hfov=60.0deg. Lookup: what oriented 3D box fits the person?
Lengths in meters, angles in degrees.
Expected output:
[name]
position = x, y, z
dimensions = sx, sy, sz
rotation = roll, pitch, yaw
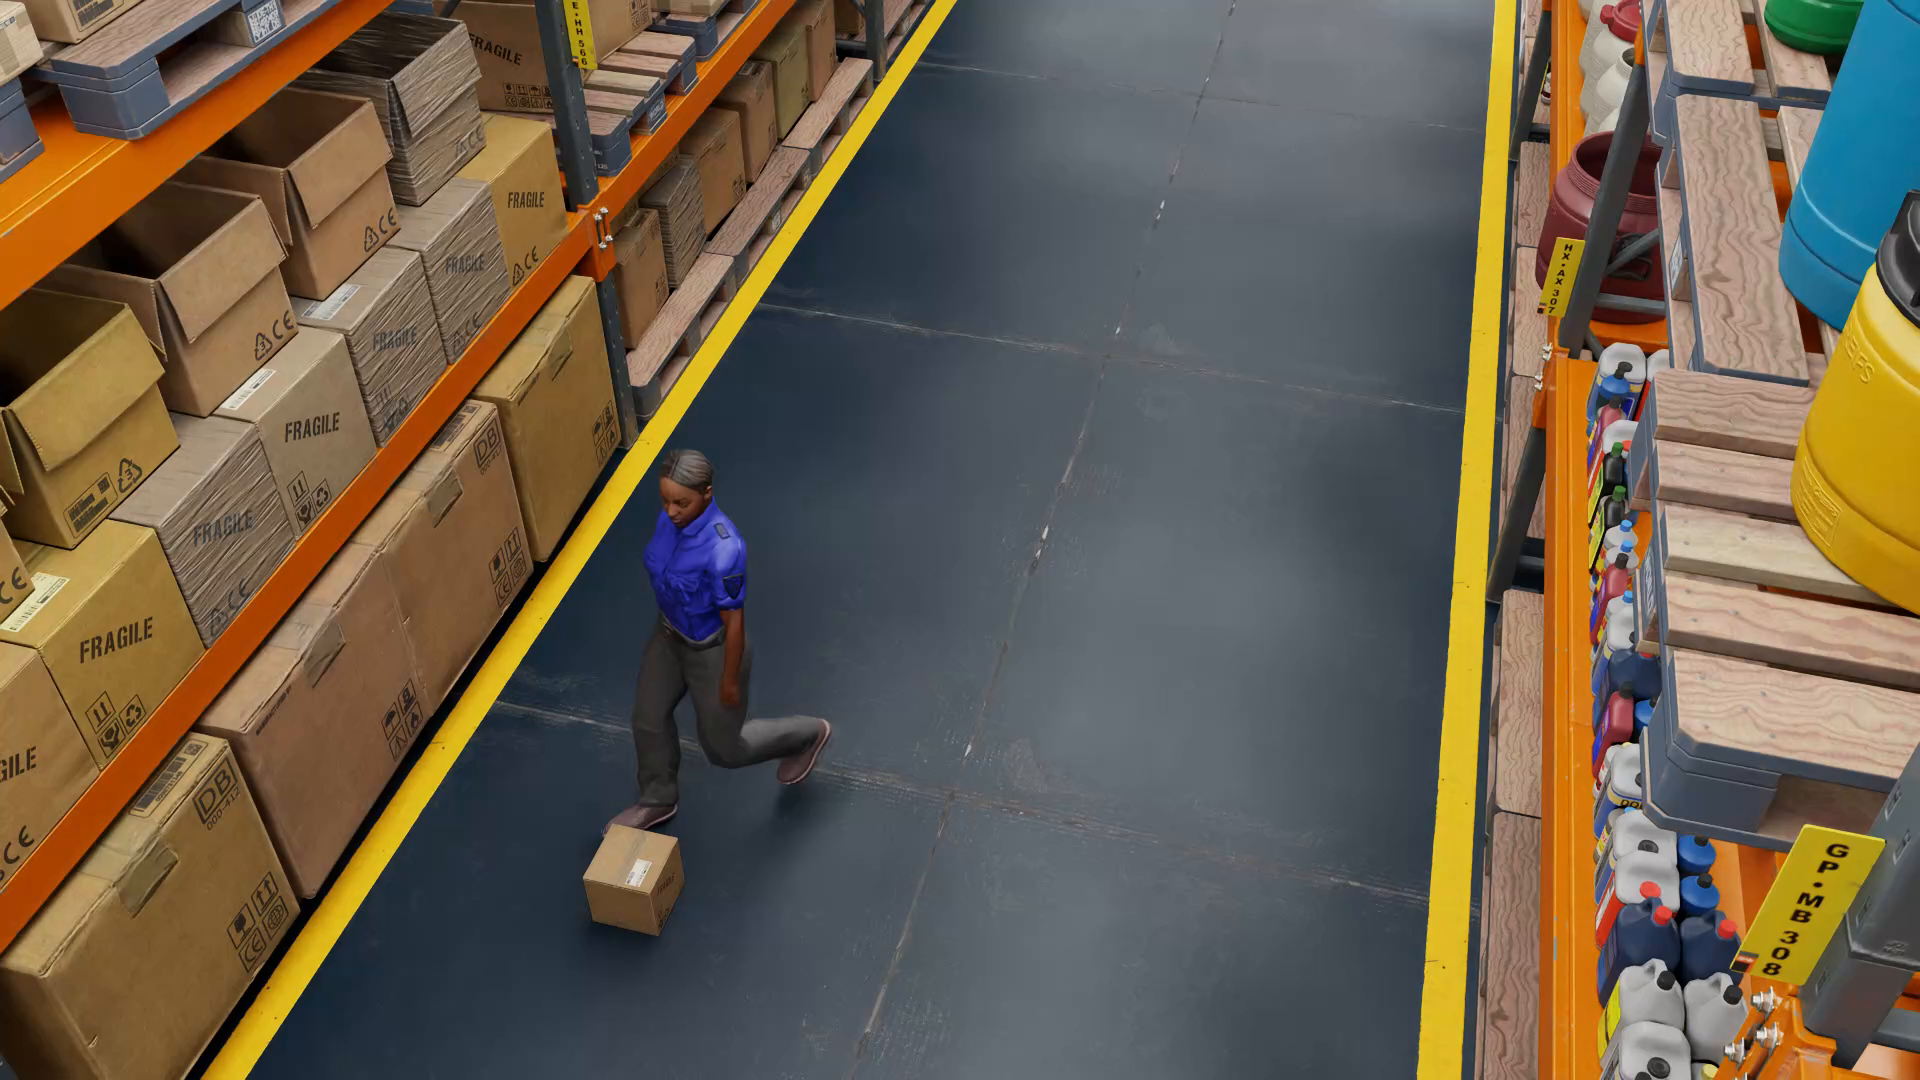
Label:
[person]
position = -0.920, 0.372, 5.752
dimensions = 0.862, 1.611, 0.466
rotation = -29, 49, -29
